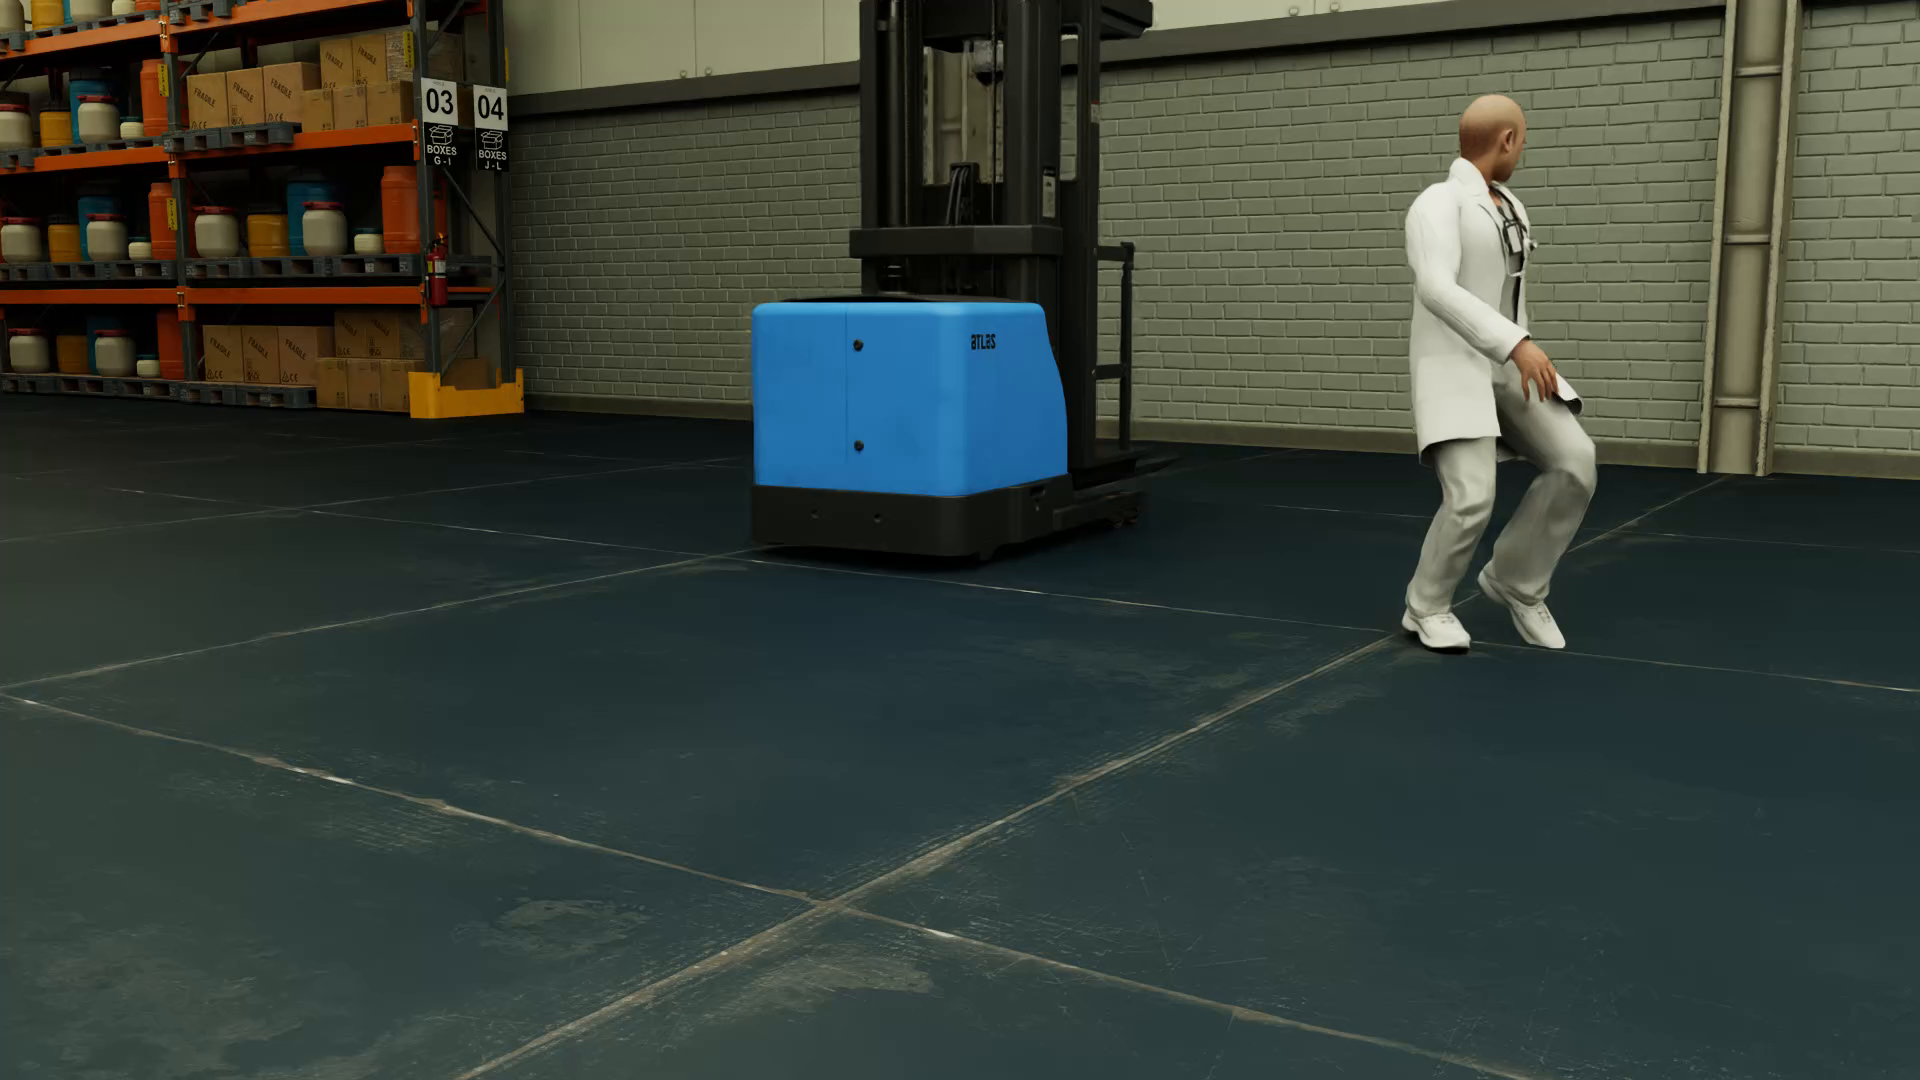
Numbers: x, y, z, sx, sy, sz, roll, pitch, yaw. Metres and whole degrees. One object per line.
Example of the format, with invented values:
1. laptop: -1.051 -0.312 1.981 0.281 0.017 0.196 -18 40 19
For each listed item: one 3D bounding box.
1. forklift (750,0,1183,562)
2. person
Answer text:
1. forklift: 0.244 -1.531 7.959 1.130 2.935 3.031 4 9 28
2. person: 1.632 -0.497 5.187 0.773 1.732 0.757 -5 9 -30
